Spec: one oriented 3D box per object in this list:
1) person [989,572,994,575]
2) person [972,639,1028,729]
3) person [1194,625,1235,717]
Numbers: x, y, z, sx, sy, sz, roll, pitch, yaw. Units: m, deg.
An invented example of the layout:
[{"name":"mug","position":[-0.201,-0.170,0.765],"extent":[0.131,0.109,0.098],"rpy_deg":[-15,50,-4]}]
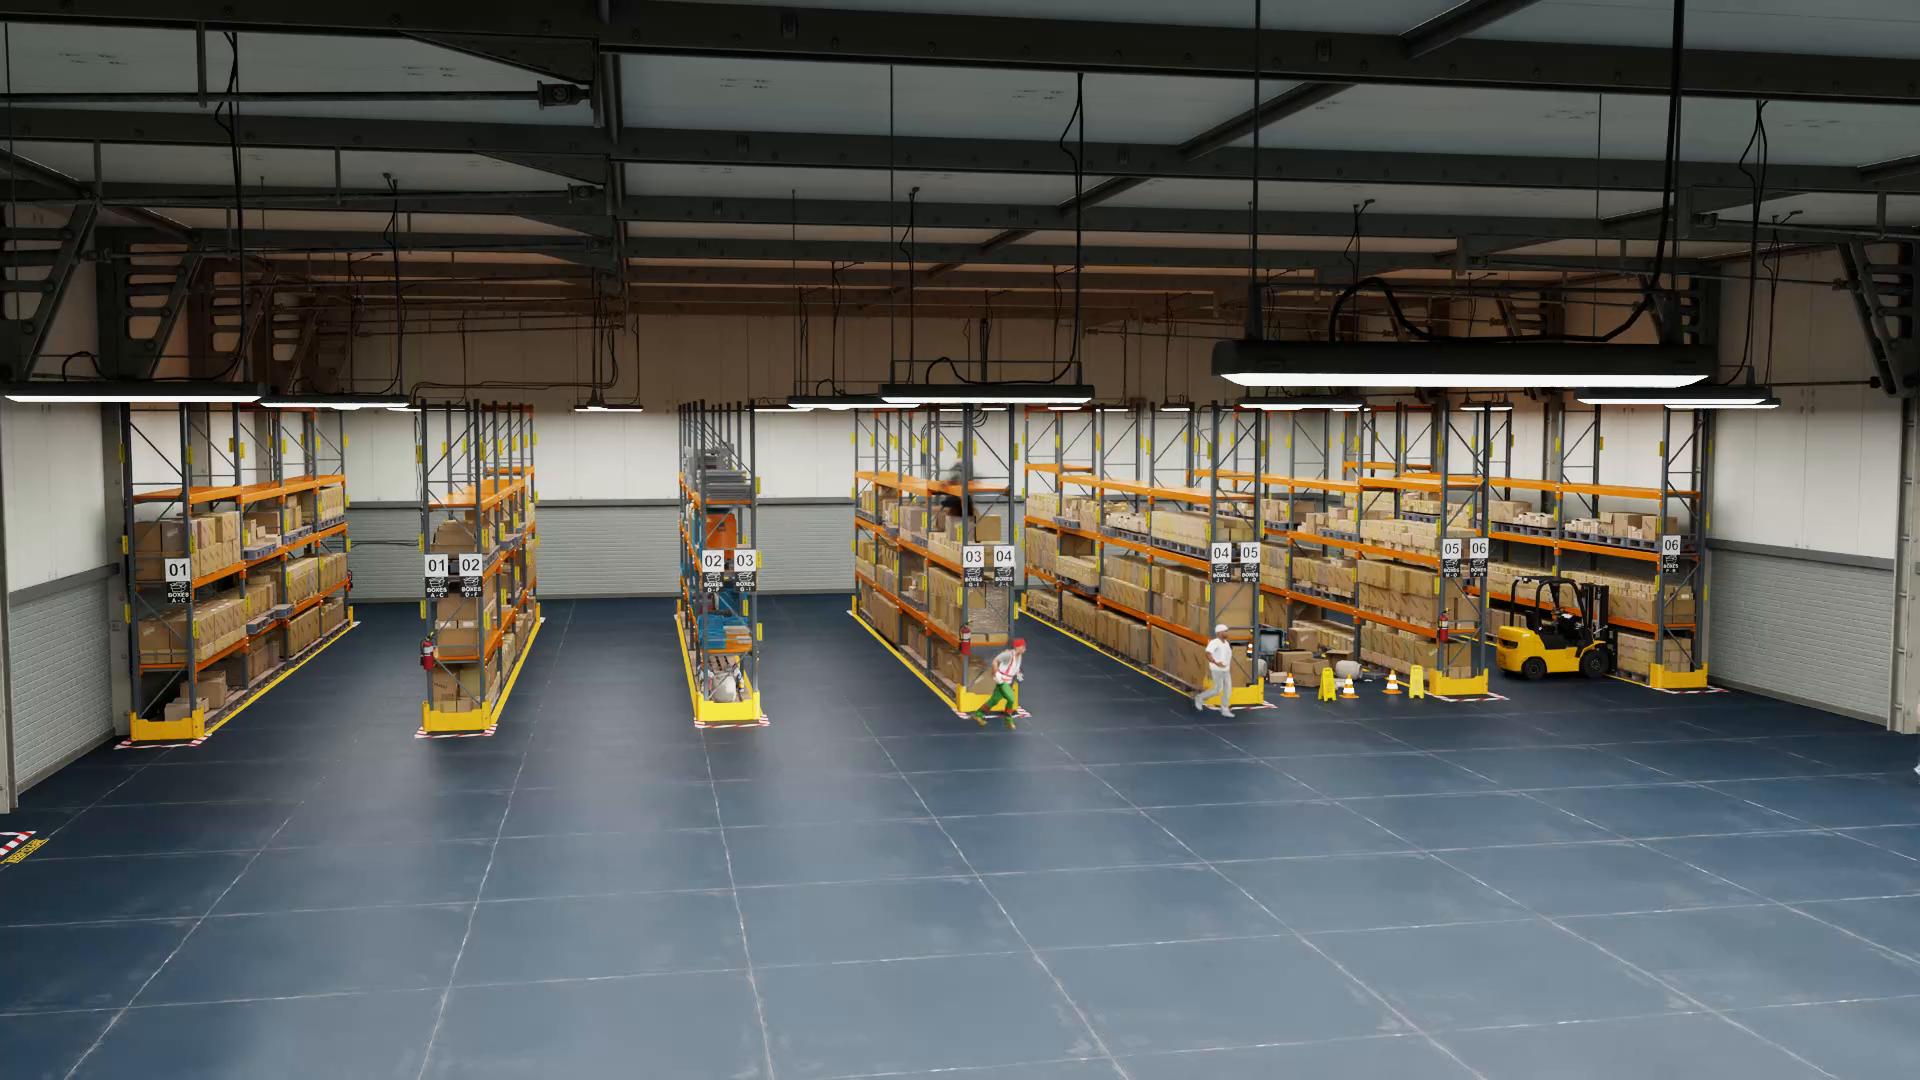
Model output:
[{"name":"person","position":[0.775,1.326,47.502],"extent":[0.607,1.668,0.645],"rpy_deg":[0,4,5]},{"name":"person","position":[0.769,2.637,30.534],"extent":[1.023,1.698,0.670],"rpy_deg":[3,5,30]},{"name":"person","position":[4.968,2.472,31.687],"extent":[0.868,1.719,0.764],"rpy_deg":[4,6,39]}]
